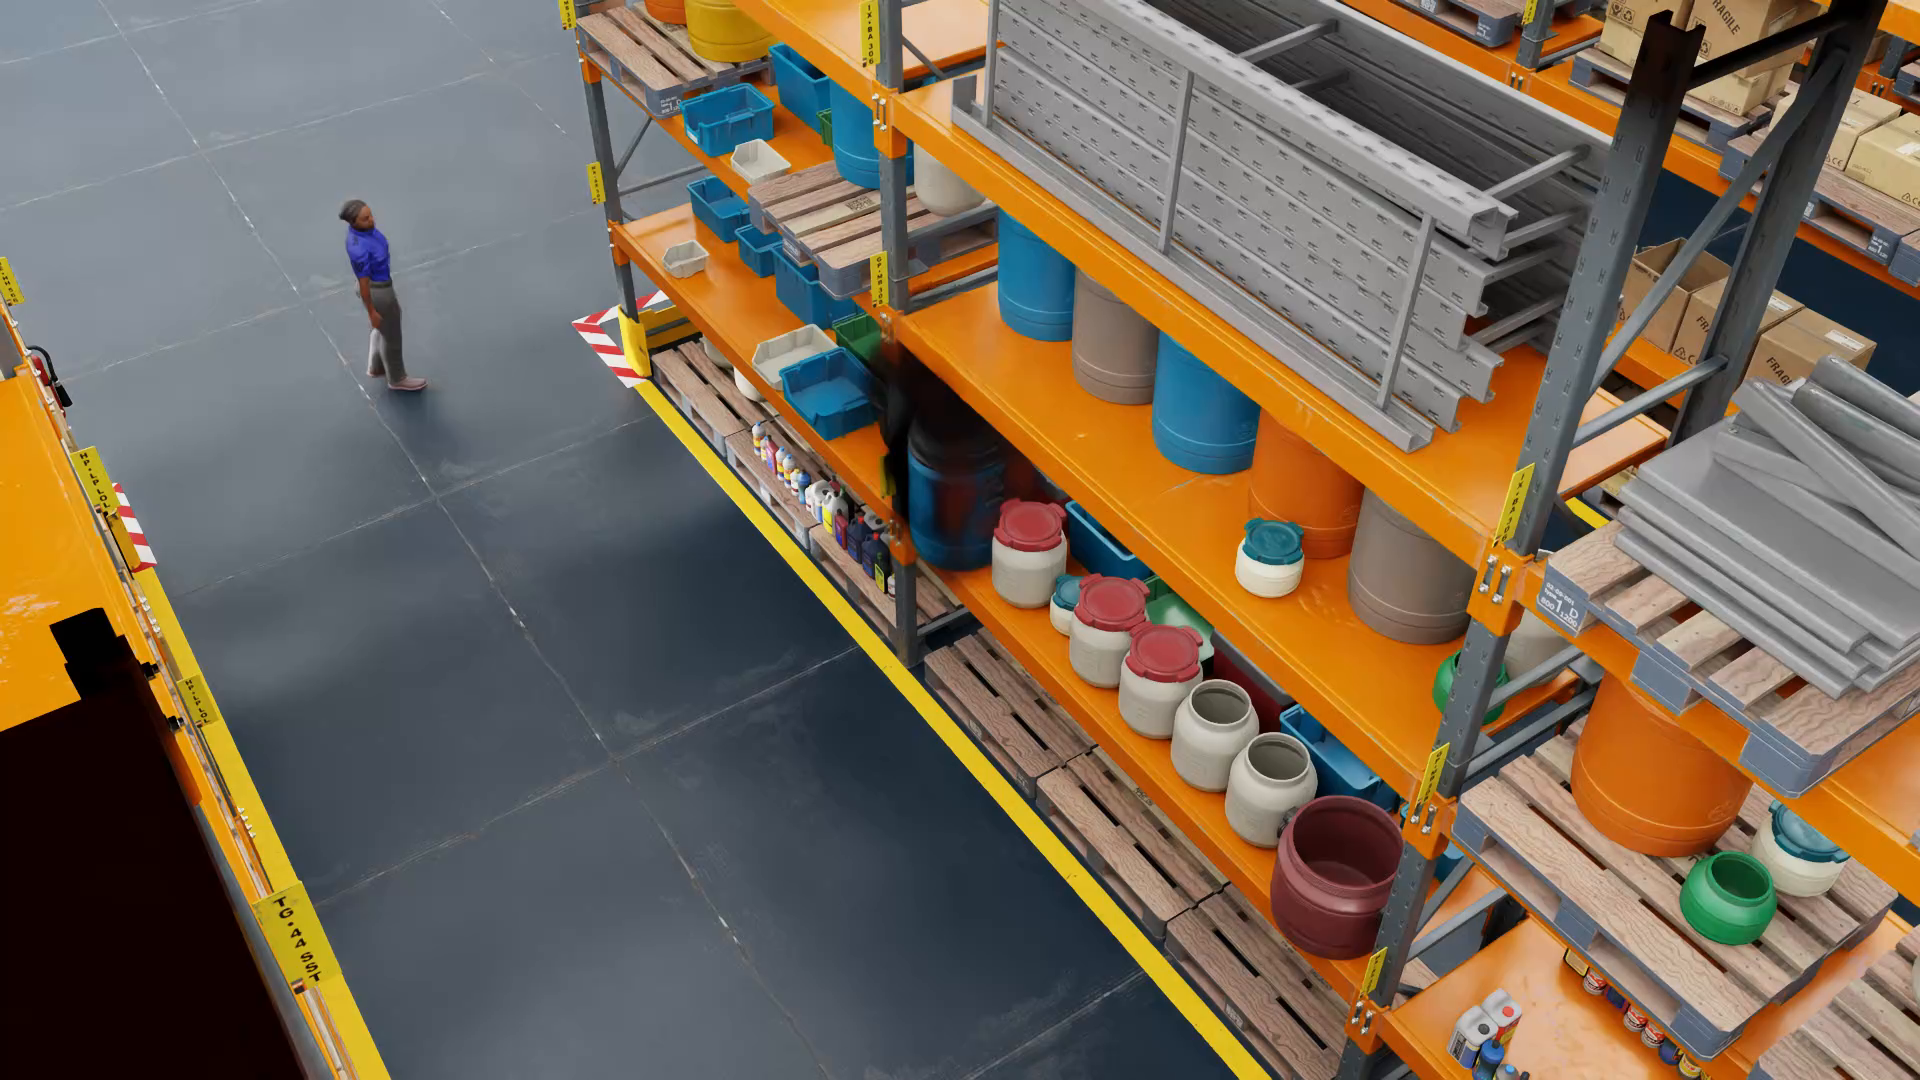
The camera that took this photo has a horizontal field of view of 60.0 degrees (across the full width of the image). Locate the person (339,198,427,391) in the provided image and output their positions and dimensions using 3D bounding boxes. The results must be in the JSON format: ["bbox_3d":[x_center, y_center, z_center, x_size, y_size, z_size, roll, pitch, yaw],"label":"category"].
[{"bbox_3d":[-4.421,-1.844,12.541,0.398,1.661,0.452,-24,48,-24],"label":"person"}]
